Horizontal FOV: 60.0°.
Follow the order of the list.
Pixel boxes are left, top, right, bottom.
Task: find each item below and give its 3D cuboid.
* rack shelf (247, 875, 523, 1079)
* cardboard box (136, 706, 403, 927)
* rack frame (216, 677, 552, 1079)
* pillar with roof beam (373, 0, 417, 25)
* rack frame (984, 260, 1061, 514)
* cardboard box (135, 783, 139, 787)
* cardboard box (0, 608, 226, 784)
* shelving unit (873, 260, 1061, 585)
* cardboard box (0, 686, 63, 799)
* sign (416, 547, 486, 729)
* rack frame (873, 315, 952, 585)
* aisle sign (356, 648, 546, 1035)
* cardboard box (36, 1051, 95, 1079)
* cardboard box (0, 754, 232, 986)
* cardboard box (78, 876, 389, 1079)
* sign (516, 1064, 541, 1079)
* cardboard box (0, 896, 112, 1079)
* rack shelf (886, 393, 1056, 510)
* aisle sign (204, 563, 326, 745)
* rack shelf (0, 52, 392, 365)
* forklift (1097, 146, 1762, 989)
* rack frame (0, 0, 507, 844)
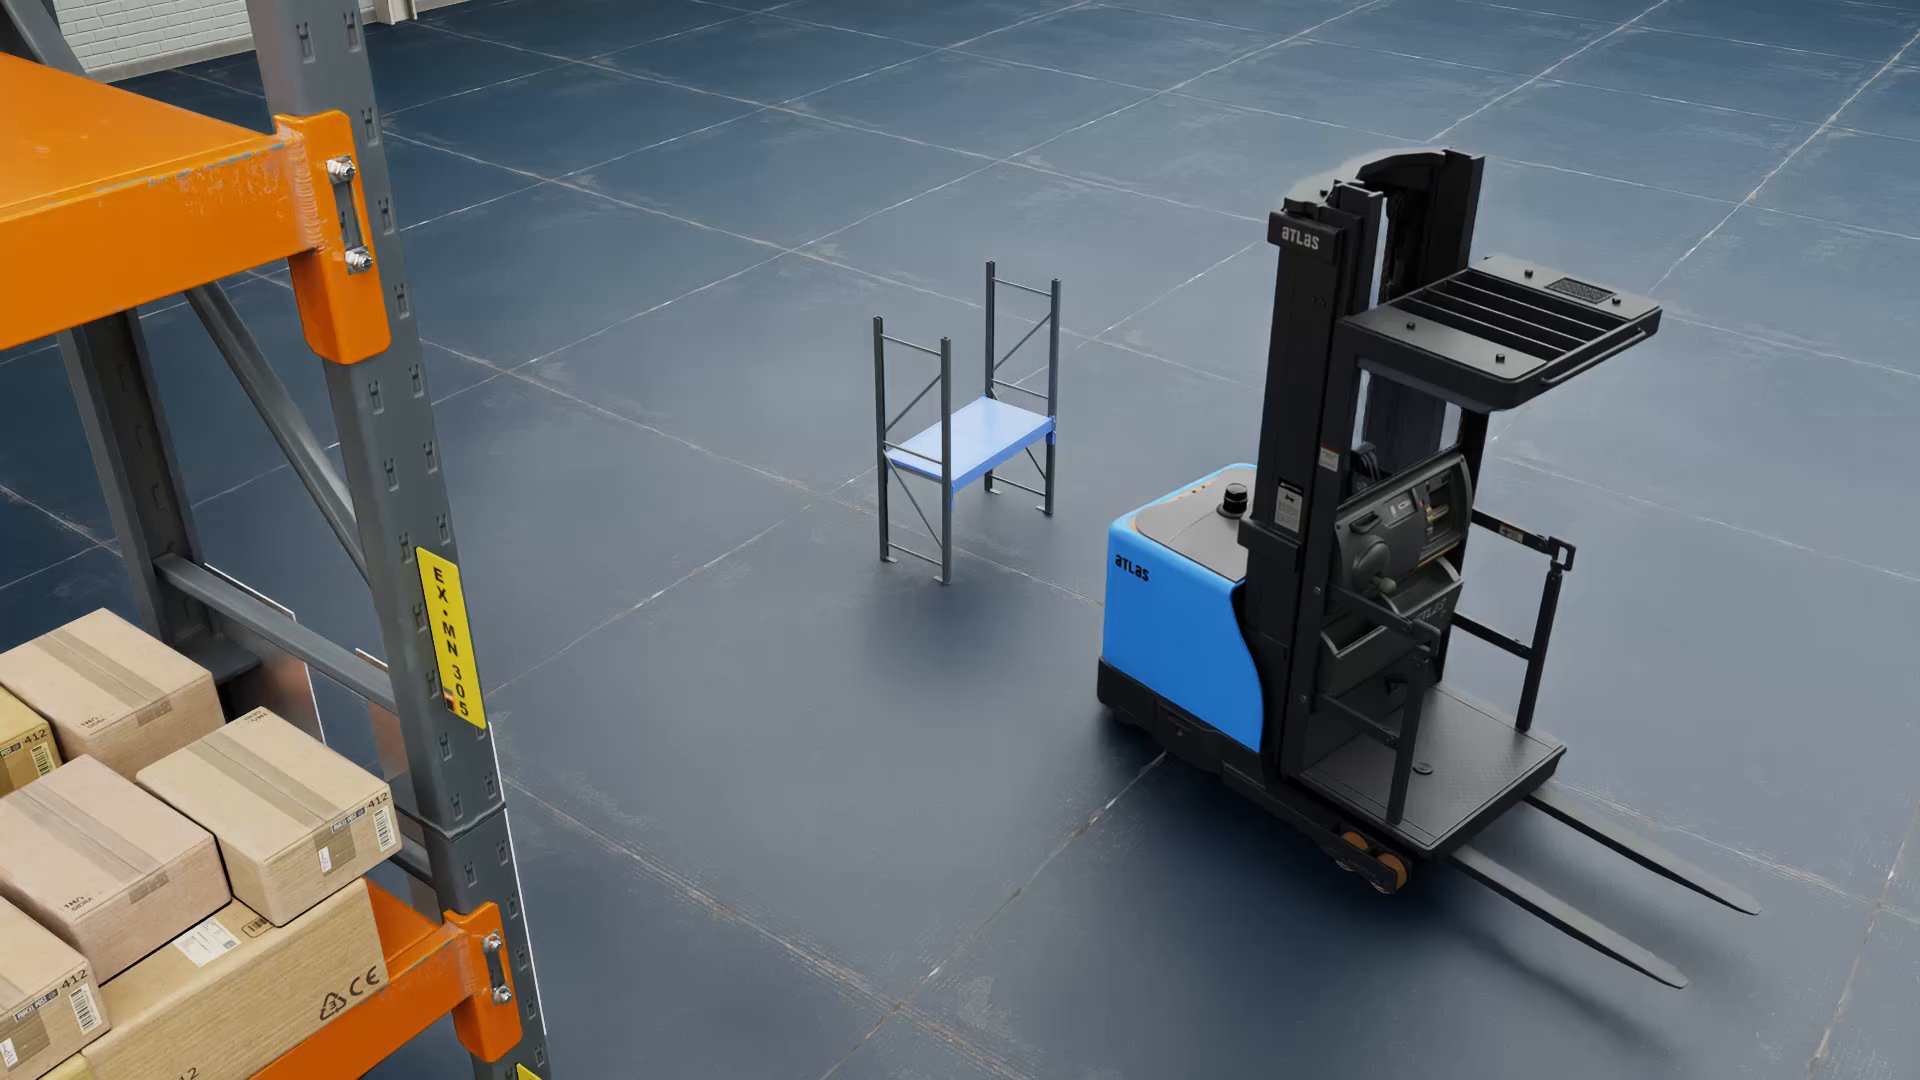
[{"bbox_3d":[-2.485,1.491,2.112,1.077,0.370,4.000,21,37,31],"label":"rack shelf"},{"bbox_3d":[-1.197,0.471,2.885,0.380,0.149,0.250,21,37,31],"label":"cardboard box"},{"bbox_3d":[-1.278,1.659,4.066,1.000,3.000,0.127,21,37,31],"label":"rack frame"},{"bbox_3d":[-3.601,-9.045,16.243,9.100,9.000,0.400,21,37,31],"label":"pillar with roof beam"},{"bbox_3d":[0.358,-0.887,9.832,0.500,1.500,0.032,21,37,31],"label":"rack frame"},{"bbox_3d":[-1.775,0.549,3.143,0.500,0.250,0.500,22,37,33],"label":"cardboard box"},{"bbox_3d":[-1.629,0.302,3.169,0.380,0.149,0.250,21,36,31],"label":"cardboard box"},{"bbox_3d":[0.051,-0.680,9.483,0.538,1.500,1.048,21,37,31],"label":"shelving unit"},{"bbox_3d":[-1.862,0.378,3.041,0.380,0.149,0.250,22,37,32],"label":"cardboard box"},{"bbox_3d":[-0.848,0.167,2.773,0.100,0.325,0.005,21,37,31],"label":"sign"},{"bbox_3d":[-0.255,-0.473,9.135,0.500,1.500,0.032,21,37,31],"label":"rack frame"},{"bbox_3d":[-1.001,0.608,3.289,0.394,0.787,0.004,21,37,31],"label":"aisle sign"},{"bbox_3d":[-1.666,0.911,2.532,0.500,0.250,0.500,21,37,32],"label":"cardboard box"},{"bbox_3d":[-1.448,0.540,2.767,0.380,0.149,0.250,20,36,30],"label":"cardboard box"},{"bbox_3d":[-1.367,0.707,2.876,0.500,0.250,0.500,22,37,32],"label":"cardboard box"},{"bbox_3d":[-0.848,1.204,3.388,0.100,0.325,0.005,21,37,31],"label":"sign"},{"bbox_3d":[-1.525,0.685,2.523,0.380,0.149,0.250,19,36,29],"label":"cardboard box"},{"bbox_3d":[0.051,-0.525,9.575,0.538,0.185,1.000,21,37,31],"label":"rack shelf"},{"bbox_3d":[-1.480,0.423,3.601,0.394,0.787,0.004,21,37,31],"label":"aisle sign"},{"bbox_3d":[-2.485,0.202,1.349,1.077,0.370,4.000,21,37,31],"label":"rack shelf"},{"bbox_3d":[2.040,-0.022,6.970,1.130,2.935,3.031,-24,38,-35],"label":"forklift"},{"bbox_3d":[-1.278,-0.922,2.536,1.000,3.000,0.127,21,37,31],"label":"rack frame"}]
